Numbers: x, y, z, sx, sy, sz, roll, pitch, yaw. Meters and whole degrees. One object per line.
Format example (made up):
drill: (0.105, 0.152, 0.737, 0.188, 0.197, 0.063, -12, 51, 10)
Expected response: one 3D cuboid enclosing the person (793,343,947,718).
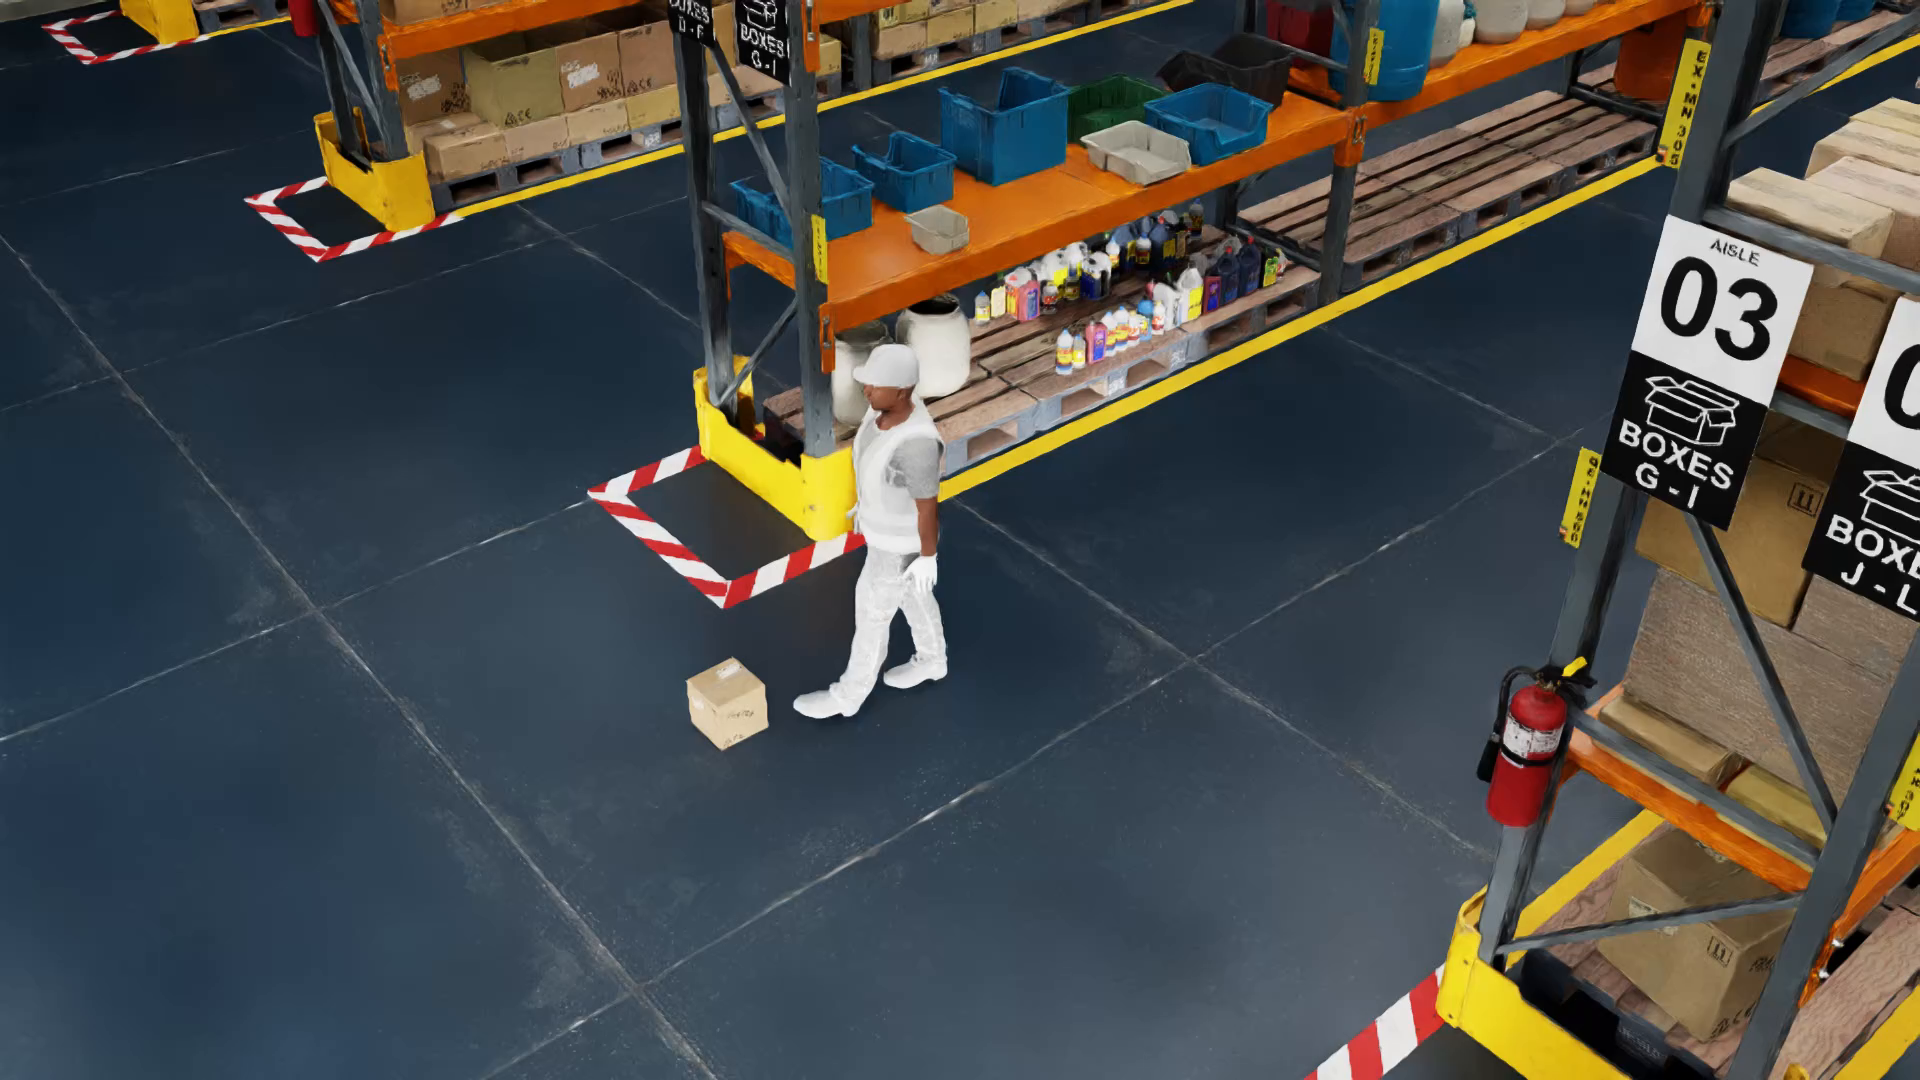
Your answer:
person: (-0.408, -0.029, 7.081, 0.745, 1.770, 0.572, -8, 36, -11)
